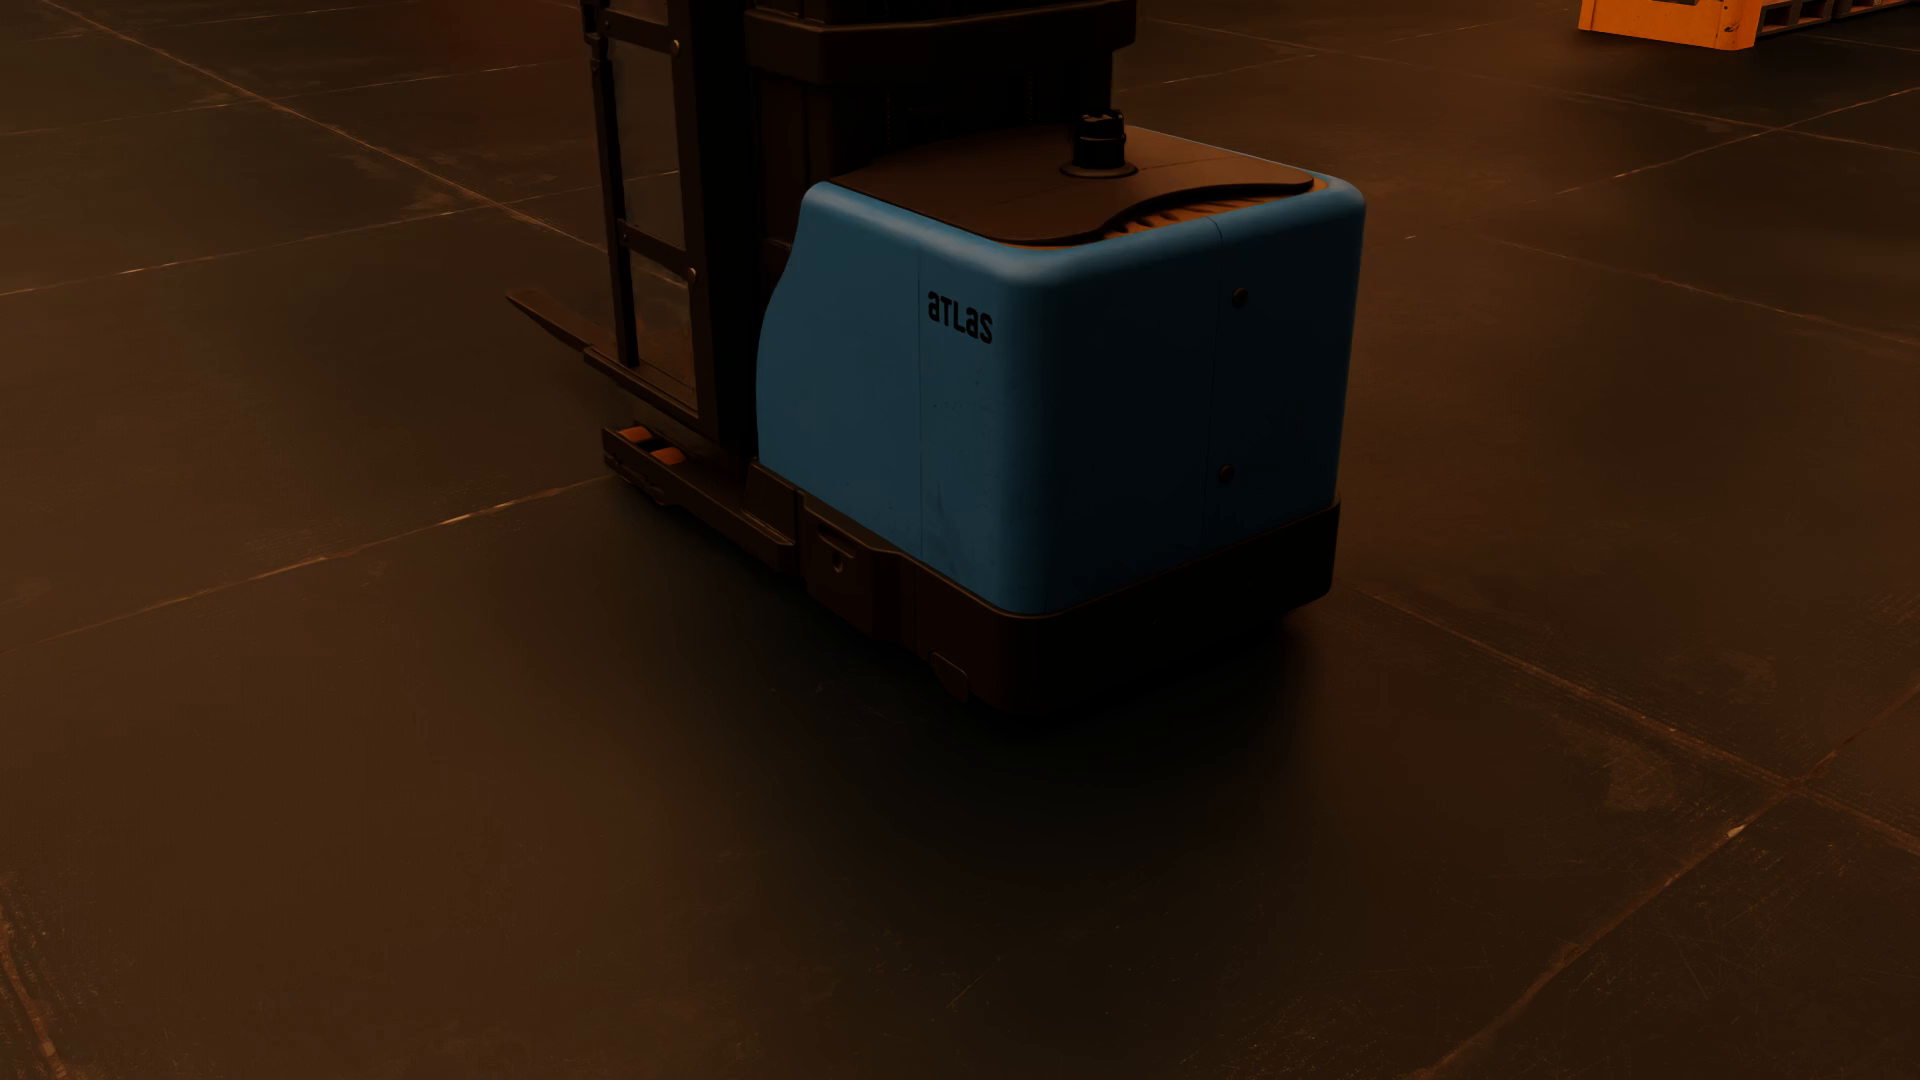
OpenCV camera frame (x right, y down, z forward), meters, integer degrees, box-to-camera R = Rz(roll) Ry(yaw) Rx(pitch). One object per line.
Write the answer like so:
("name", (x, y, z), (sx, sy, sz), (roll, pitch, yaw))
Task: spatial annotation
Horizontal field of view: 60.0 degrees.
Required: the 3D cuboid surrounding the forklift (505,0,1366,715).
("forklift", (-0.379, -1.526, 4.280), (1.130, 2.935, 3.031), (-19, 32, -33))
